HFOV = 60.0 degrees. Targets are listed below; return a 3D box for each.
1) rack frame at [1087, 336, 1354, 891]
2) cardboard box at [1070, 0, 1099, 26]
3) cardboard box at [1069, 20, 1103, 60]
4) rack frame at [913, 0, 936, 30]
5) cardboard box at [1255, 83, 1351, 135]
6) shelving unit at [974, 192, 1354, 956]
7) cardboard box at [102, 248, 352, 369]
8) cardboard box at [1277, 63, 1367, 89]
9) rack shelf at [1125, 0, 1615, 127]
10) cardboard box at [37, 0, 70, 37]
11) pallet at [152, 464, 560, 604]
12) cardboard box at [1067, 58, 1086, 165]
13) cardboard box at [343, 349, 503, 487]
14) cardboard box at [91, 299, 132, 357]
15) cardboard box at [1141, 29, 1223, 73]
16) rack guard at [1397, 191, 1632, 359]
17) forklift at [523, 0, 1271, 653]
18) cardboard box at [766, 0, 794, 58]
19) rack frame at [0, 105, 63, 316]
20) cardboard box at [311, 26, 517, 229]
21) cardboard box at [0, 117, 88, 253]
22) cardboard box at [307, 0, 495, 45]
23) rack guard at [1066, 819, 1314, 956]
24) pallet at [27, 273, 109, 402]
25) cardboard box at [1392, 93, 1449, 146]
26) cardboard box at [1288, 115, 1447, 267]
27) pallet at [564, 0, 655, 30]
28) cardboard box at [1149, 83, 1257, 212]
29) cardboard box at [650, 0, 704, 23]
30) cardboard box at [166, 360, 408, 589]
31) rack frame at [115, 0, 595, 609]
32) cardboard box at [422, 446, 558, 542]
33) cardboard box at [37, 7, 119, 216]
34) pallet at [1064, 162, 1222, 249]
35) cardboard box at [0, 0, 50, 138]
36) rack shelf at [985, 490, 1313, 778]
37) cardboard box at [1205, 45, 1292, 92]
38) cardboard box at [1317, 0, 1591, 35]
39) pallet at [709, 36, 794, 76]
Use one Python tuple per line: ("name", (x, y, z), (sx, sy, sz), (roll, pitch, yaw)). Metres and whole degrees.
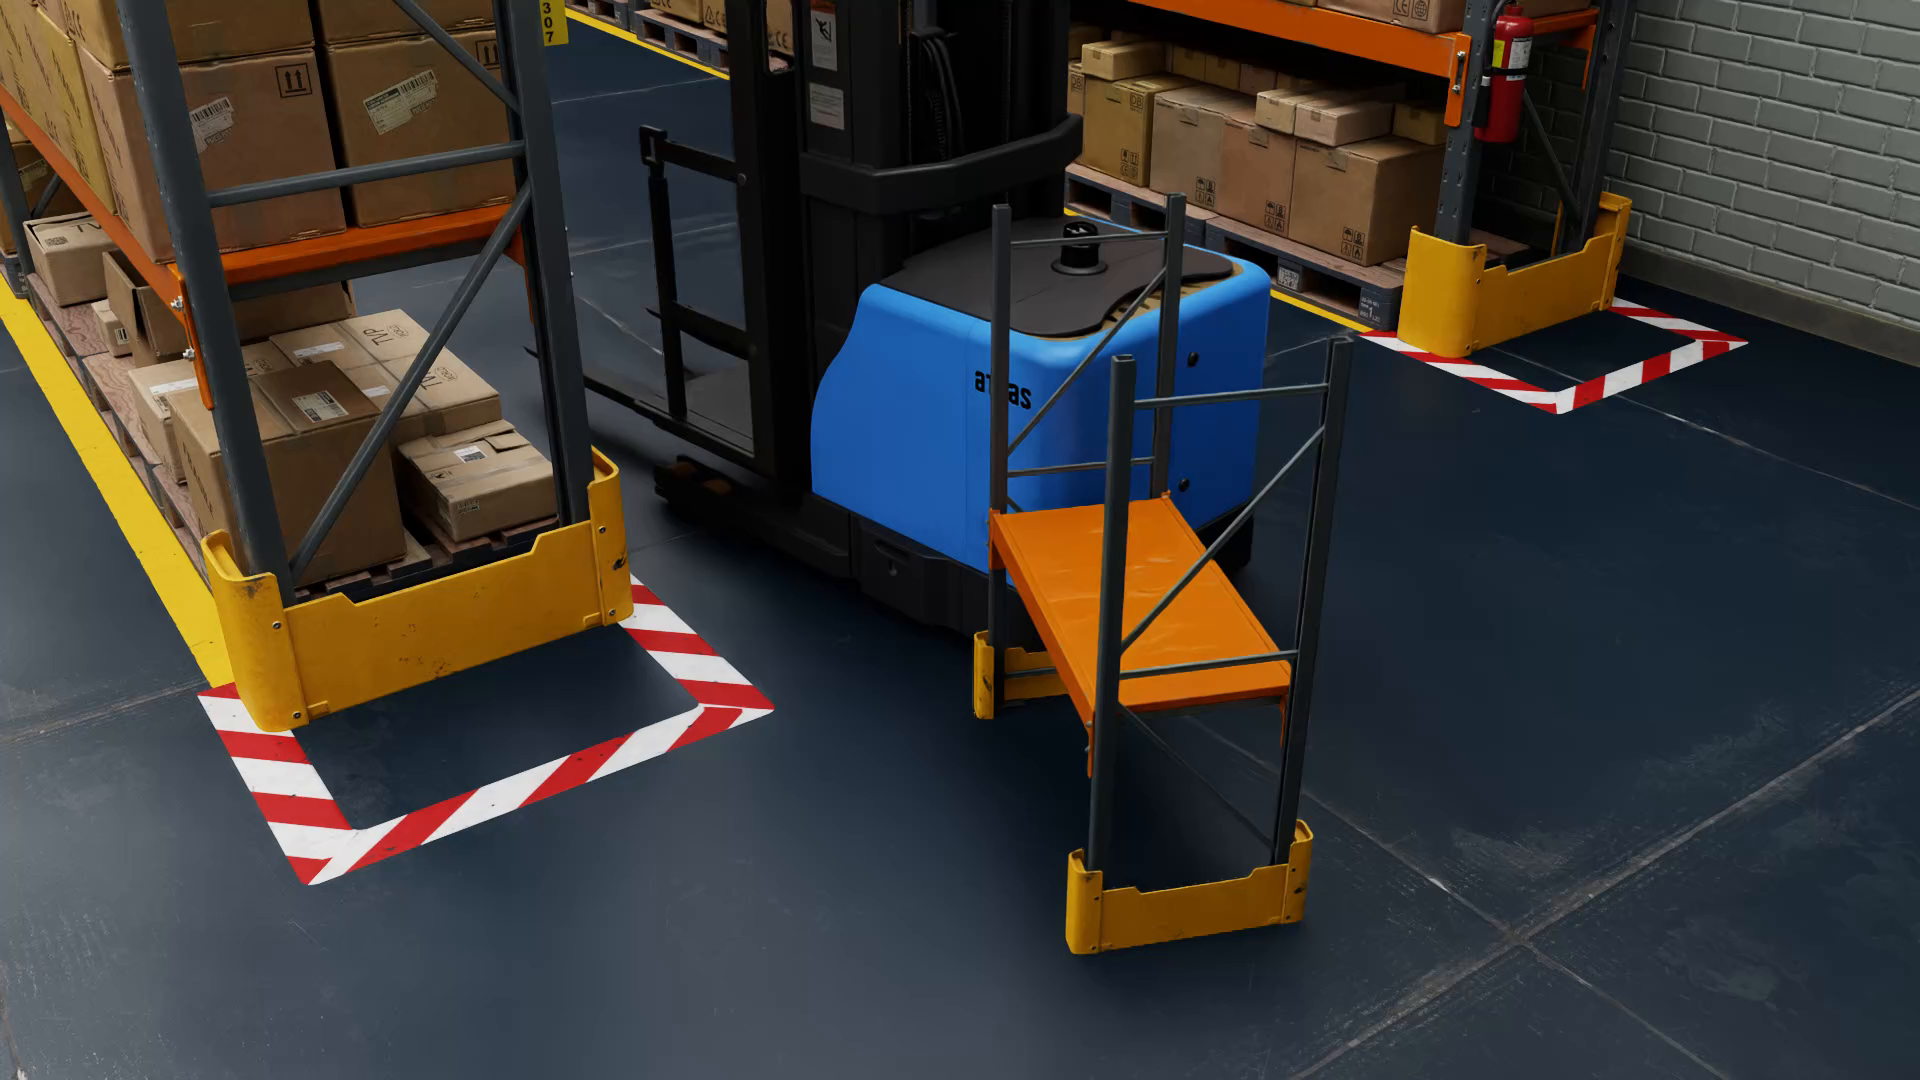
("rack frame", (0.545, 0.278, 3.666), (0.500, 1.500, 0.032), (-6, 29, -11))
("cardboard box", (0.590, -3.047, 9.716), (0.380, 0.149, 0.250), (-19, 34, -31))
("cardboard box", (0.562, -2.752, 9.173), (0.380, 0.149, 0.250), (-18, 33, -29))
("rack frame", (0.162, -3.883, 9.757), (1.000, 3.000, 0.127), (-19, 34, -31))
("cardboard box", (1.623, -2.042, 7.867), (0.380, 0.149, 0.250), (-18, 33, -29))
("shelving unit", (0.439, 0.046, 4.094), (0.587, 1.500, 1.083), (-6, 29, -11))
("cardboard box", (-2.777, -0.878, 6.378), (0.797, 0.503, 0.637), (-19, 34, -31))
("cardboard box", (1.790, -2.245, 8.240), (0.380, 0.149, 0.250), (-18, 34, -30))
("rack shelf", (1.322, -2.790, 8.497), (1.077, 0.370, 4.000), (-19, 34, -31))
("cardboard box", (-2.327, -1.732, 4.643), (0.500, 0.500, 0.500), (-18, 33, -29))
("pallet", (-2.058, -0.069, 5.656), (1.003, 0.211, 1.213), (-19, 34, -31))
("cardboard box", (0.801, -2.454, 9.305), (0.700, 0.500, 0.500), (-19, 34, -31))
("cardboard box", (-1.926, -0.425, 5.809), (0.500, 0.250, 0.500), (-19, 34, -31))
("cardboard box", (-3.294, -0.902, 6.776), (0.380, 0.166, 0.250), (-19, 34, -31))
("cardboard box", (1.196, -2.642, 8.971), (0.380, 0.149, 0.250), (-18, 33, -30))
("rack guard", (2.496, -1.220, 7.473), (1.175, 0.500, 0.348), (-19, 34, -31))
("forklift", (-0.450, -1.495, 5.432), (3.031, 2.935, 1.130), (25, 37, 38))
("cardboard box", (-0.839, -3.685, 11.204), (0.750, 0.750, 0.750), (-18, 33, -29))
("rack frame", (-3.871, -2.511, 7.230), (1.000, 3.000, 0.127), (-19, 34, -31))
("cardboard box", (-1.594, -1.245, 4.794), (0.500, 0.500, 0.500), (-18, 33, -30))
("cardboard box", (-4.391, -1.718, 7.928), (0.500, 0.500, 0.500), (-19, 34, -31))
("cardboard box", (-1.594, -1.684, 4.556), (0.500, 0.500, 0.500), (-18, 33, -29))
("rack guard", (0.545, 0.827, 3.965), (0.587, 0.250, 0.087), (-6, 29, -11))
("pallet", (-3.474, -1.018, 7.403), (1.003, 0.211, 1.213), (-19, 34, -31))
("cardboard box", (2.230, -1.951, 7.698), (0.380, 0.149, 0.250), (-19, 34, -30))
("cardboard box", (1.994, -1.659, 7.840), (0.700, 0.500, 0.500), (-19, 34, -31))
("pallet", (-2.611, -4.517, 13.846), (1.003, 0.211, 1.213), (-19, 34, -31))
("cardboard box", (1.412, -2.049, 8.558), (0.700, 0.500, 0.500), (-20, 34, -32))
("cardboard box", (-1.839, -4.356, 12.440), (0.750, 0.750, 0.750), (-19, 34, -31))
("cardboard box", (-2.067, -0.194, 5.122), (0.500, 0.500, 0.500), (-19, 34, -31))
("rack frame", (-1.551, -0.955, 4.366), (1.000, 3.000, 0.127), (-19, 34, -31))
("cardboard box", (-1.514, -0.154, 5.417), (0.380, 0.149, 0.250), (-19, 34, -31))
("cardboard box", (-2.336, -1.299, 4.894), (0.500, 0.500, 0.500), (-18, 34, -30))
("pallet", (1.251, -1.866, 8.965), (1.003, 0.211, 1.213), (-19, 34, -31))
("cardboard box", (-2.914, -1.690, 5.615), (0.500, 0.500, 0.500), (-19, 34, -31))
("rack shelf", (0.437, 0.199, 4.188), (0.538, 0.185, 1.000), (-6, 29, -11))
("cardboard box", (1.493, -2.443, 8.605), (0.380, 0.149, 0.250), (-18, 33, -30))
("cardboard box", (2.178, -2.656, 7.182), (0.980, 0.700, 0.700), (-17, 33, -28))
("pallet", (-1.059, -3.412, 11.811), (1.003, 0.211, 1.213), (-19, 34, -31))
